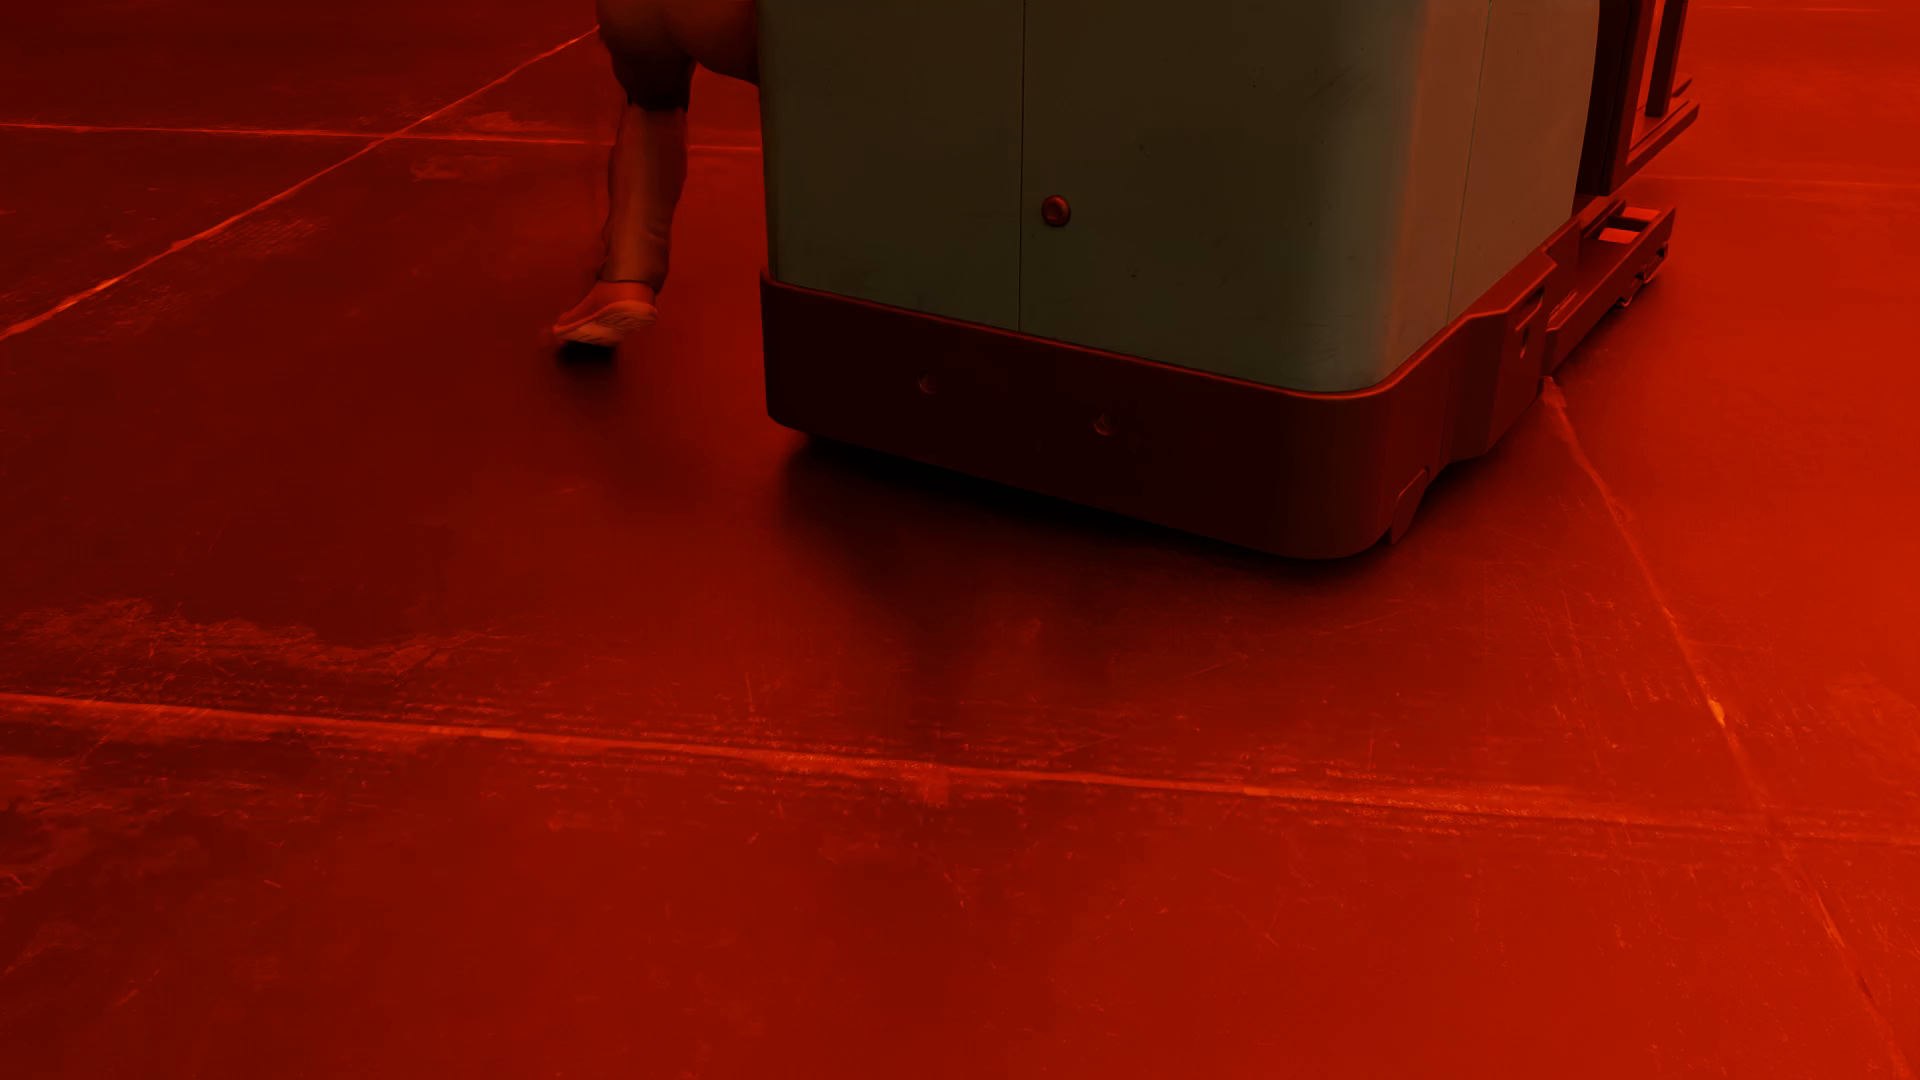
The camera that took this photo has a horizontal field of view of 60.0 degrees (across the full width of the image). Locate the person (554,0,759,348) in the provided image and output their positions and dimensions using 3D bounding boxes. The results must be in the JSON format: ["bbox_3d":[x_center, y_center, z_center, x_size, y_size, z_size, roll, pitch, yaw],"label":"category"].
[{"bbox_3d":[-0.326,-1.027,2.905,0.894,1.481,0.641,15,30,27],"label":"person"}]

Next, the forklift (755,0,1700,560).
[{"bbox_3d":[0.896,-1.896,3.018,1.130,2.935,3.031,16,31,29],"label":"forklift"}]
